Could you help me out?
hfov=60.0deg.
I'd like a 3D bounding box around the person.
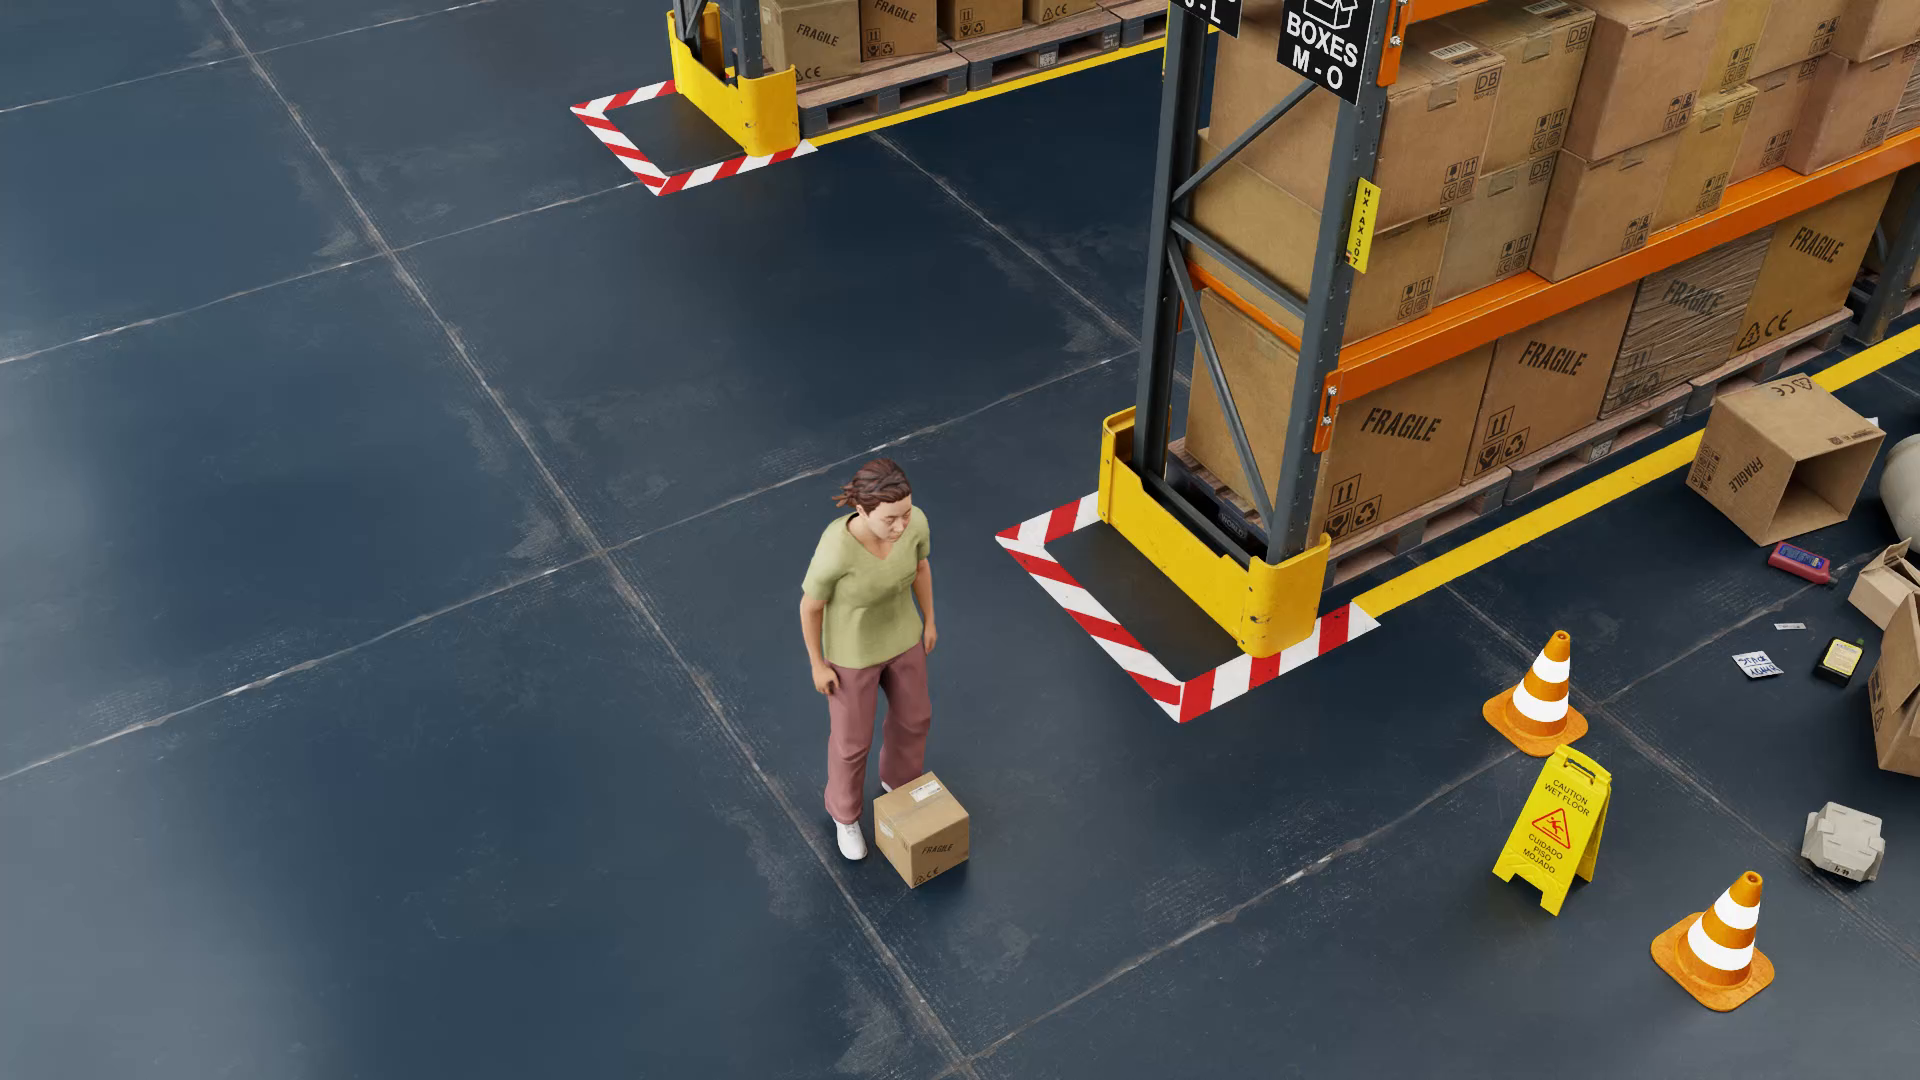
[{"bbox_3d":[-0.284,0.380,5.721,0.497,1.672,0.360,-23,46,-24],"label":"person"}]
